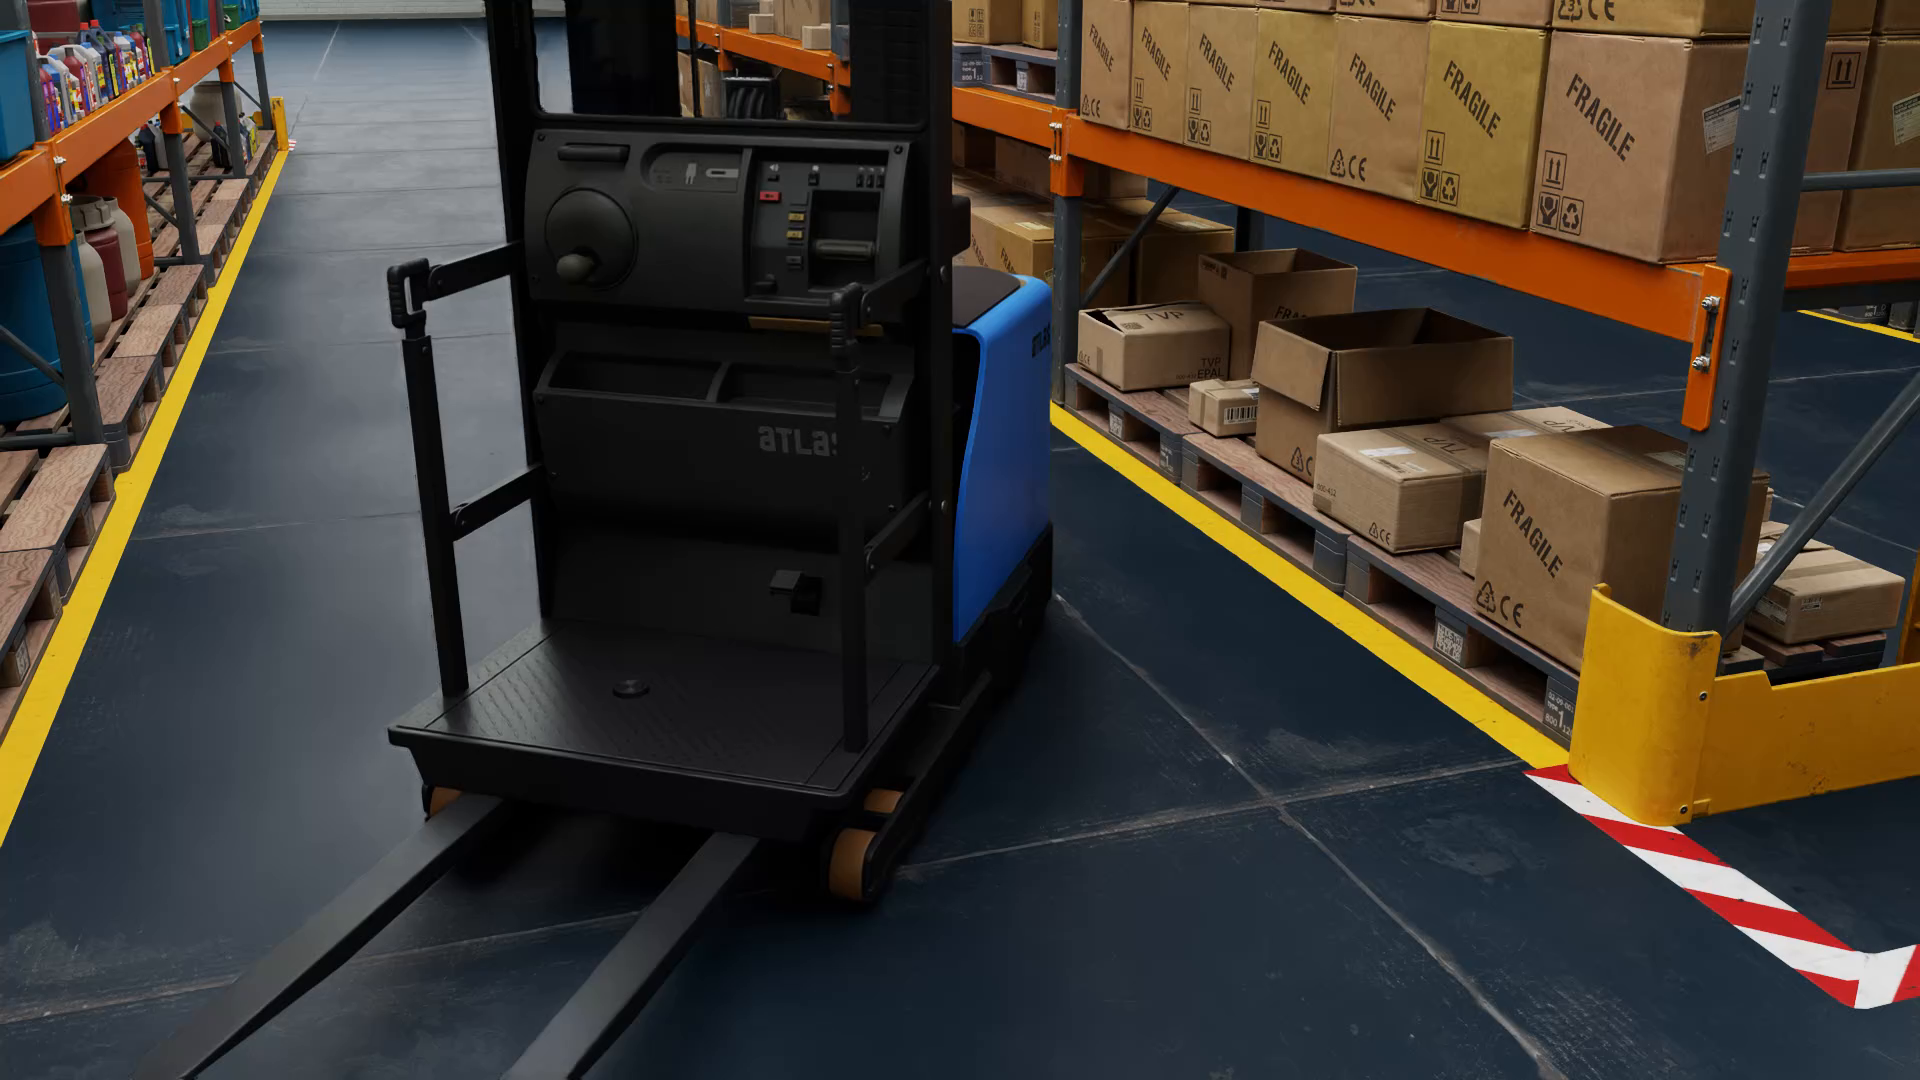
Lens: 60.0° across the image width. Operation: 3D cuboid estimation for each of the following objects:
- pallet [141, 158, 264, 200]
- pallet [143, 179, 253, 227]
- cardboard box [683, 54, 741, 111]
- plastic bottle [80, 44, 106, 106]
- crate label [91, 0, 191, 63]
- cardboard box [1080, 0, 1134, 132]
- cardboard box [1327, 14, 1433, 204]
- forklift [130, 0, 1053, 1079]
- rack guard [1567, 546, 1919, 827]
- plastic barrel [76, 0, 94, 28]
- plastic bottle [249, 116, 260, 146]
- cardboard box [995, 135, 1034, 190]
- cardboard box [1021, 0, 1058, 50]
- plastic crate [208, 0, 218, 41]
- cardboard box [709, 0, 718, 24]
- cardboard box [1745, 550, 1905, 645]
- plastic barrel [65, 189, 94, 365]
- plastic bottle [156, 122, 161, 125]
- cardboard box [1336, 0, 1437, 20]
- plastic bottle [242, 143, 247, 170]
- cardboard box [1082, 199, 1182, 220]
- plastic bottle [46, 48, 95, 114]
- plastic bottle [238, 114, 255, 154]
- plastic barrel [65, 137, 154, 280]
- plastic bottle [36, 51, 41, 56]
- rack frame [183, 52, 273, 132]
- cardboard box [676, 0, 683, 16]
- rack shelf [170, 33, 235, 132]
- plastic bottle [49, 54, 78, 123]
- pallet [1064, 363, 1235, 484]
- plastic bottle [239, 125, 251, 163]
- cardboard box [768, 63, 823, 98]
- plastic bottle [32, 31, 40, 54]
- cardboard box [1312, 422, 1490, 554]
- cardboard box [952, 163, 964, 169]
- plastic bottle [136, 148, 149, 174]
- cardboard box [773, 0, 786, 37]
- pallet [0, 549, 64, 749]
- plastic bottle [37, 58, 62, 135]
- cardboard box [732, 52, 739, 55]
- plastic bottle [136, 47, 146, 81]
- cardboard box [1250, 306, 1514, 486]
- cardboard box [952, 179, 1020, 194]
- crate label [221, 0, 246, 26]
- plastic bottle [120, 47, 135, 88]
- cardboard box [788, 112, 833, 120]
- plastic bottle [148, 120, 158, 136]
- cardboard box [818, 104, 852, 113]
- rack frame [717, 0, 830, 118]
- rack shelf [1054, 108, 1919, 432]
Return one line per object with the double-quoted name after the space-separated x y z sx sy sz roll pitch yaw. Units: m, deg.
-6.477 -3.042 14.074 1.003 0.211 1.213 -6 21 -17 "pallet"
-6.022 -2.574 12.772 1.003 0.211 1.213 -6 21 -17 "pallet"
-2.433 -4.523 16.407 0.500 0.500 0.500 -6 21 -17 "cardboard box"
-3.949 -2.108 7.537 0.097 0.271 0.097 0 20 0 "plastic bottle"
-5.103 -3.215 10.378 0.502 0.435 0.616 -6 21 -17 "crate label"
0.814 -1.947 6.752 0.500 0.500 0.500 -6 21 -16 "cardboard box"
1.453 -1.298 4.944 0.500 0.500 0.500 -6 21 -17 "cardboard box"
-0.623 -0.724 3.597 1.130 2.935 3.031 6 21 16 "forklift"
2.146 0.343 4.222 1.175 0.500 0.348 -6 21 -17 "rack guard"
-5.574 -3.211 10.254 0.421 0.512 0.421 0 20 0 "plastic barrel"
-6.515 -3.769 15.339 0.061 0.283 0.133 -6 21 -16 "plastic bottle"
0.520 -2.139 9.372 0.500 0.250 0.500 -7 21 -18 "cardboard box"
0.700 -2.727 8.302 0.700 0.500 0.500 -3 20 -9 "cardboard box"
-5.863 -4.042 12.638 0.402 0.464 0.583 -6 21 -17 "plastic crate"
-1.919 -5.017 15.299 0.700 0.500 0.500 -7 21 -18 "cardboard box"
2.365 0.155 4.614 0.380 0.149 0.250 -6 21 -17 "cardboard box"
-4.168 -1.181 7.250 0.600 0.901 0.708 -6 21 -17 "plastic barrel"
-7.181 -3.616 14.933 0.097 0.271 0.097 0 20 0 "plastic bottle"
1.442 -1.768 4.774 0.500 0.500 0.500 -6 21 -16 "cardboard box"
-5.989 -3.207 13.792 0.097 0.271 0.097 0 20 0 "plastic bottle"
0.814 -1.474 8.631 0.500 0.500 0.500 -6 21 -16 "cardboard box"
-3.866 -1.995 7.217 0.152 0.276 0.135 -6 21 -17 "plastic bottle"
-6.358 -3.595 14.756 0.144 0.351 0.185 -7 21 -18 "plastic bottle"
-4.878 -1.872 9.281 0.600 0.830 0.708 -6 21 -17 "plastic barrel"
-4.010 -1.979 7.172 0.152 0.276 0.135 -6 21 -17 "plastic bottle"
-7.562 -5.418 16.564 1.000 3.000 0.127 -6 21 -17 "rack frame"
-2.555 -5.671 17.121 0.700 0.500 0.500 -6 21 -16 "cardboard box"
-5.677 -3.154 11.325 1.077 0.370 4.000 -6 21 -17 "rack shelf"
-3.700 -1.853 6.830 0.097 0.271 0.097 0 20 0 "plastic bottle"
1.128 -0.560 7.162 1.003 0.211 1.213 -6 21 -17 "pallet"
-6.165 -3.398 14.208 0.144 0.351 0.185 -6 21 -16 "plastic bottle"
-1.450 -4.098 15.226 0.500 0.500 0.500 -6 21 -17 "cardboard box"
-5.074 -2.636 9.000 0.152 0.276 0.135 -6 21 -17 "plastic bottle"
1.495 -0.178 5.392 0.500 0.250 0.500 -6 21 -17 "cardboard box"
0.172 -2.132 10.461 0.500 0.500 0.500 -6 20 -15 "cardboard box"
-6.715 -3.108 13.621 0.097 0.201 0.097 0 20 0 "plastic bottle"
-1.210 -4.290 13.274 0.500 0.500 0.500 -5 20 -13 "cardboard box"
-3.136 0.369 4.577 1.003 0.211 1.213 -6 21 -17 "pallet"
-3.543 -1.718 6.436 0.061 0.283 0.133 -6 21 -17 "plastic bottle"
-2.080 -4.740 17.013 0.500 0.500 0.500 -6 21 -17 "cardboard box"
-4.424 -2.560 8.900 0.097 0.201 0.097 0 20 0 "plastic bottle"
1.508 -0.522 5.975 0.797 0.503 0.637 -6 21 -17 "cardboard box"
0.019 -1.735 9.355 0.500 0.500 0.500 -7 21 -19 "cardboard box"
-6.727 -4.873 14.994 0.502 0.435 0.616 -6 21 -17 "crate label"
-4.271 -2.404 8.466 0.097 0.201 0.097 0 20 0 "plastic bottle"
-1.224 -3.175 12.935 0.500 0.311 0.500 -6 21 -16 "cardboard box"
-6.943 -3.436 14.314 0.144 0.351 0.185 -7 21 -18 "plastic bottle"
-0.878 -3.401 13.565 0.500 0.311 0.500 -6 21 -17 "cardboard box"
-1.602 -4.660 14.452 1.000 3.000 0.127 -6 21 -17 "rack frame"
1.541 -1.112 5.640 1.077 0.370 4.000 -6 21 -17 "rack shelf"
